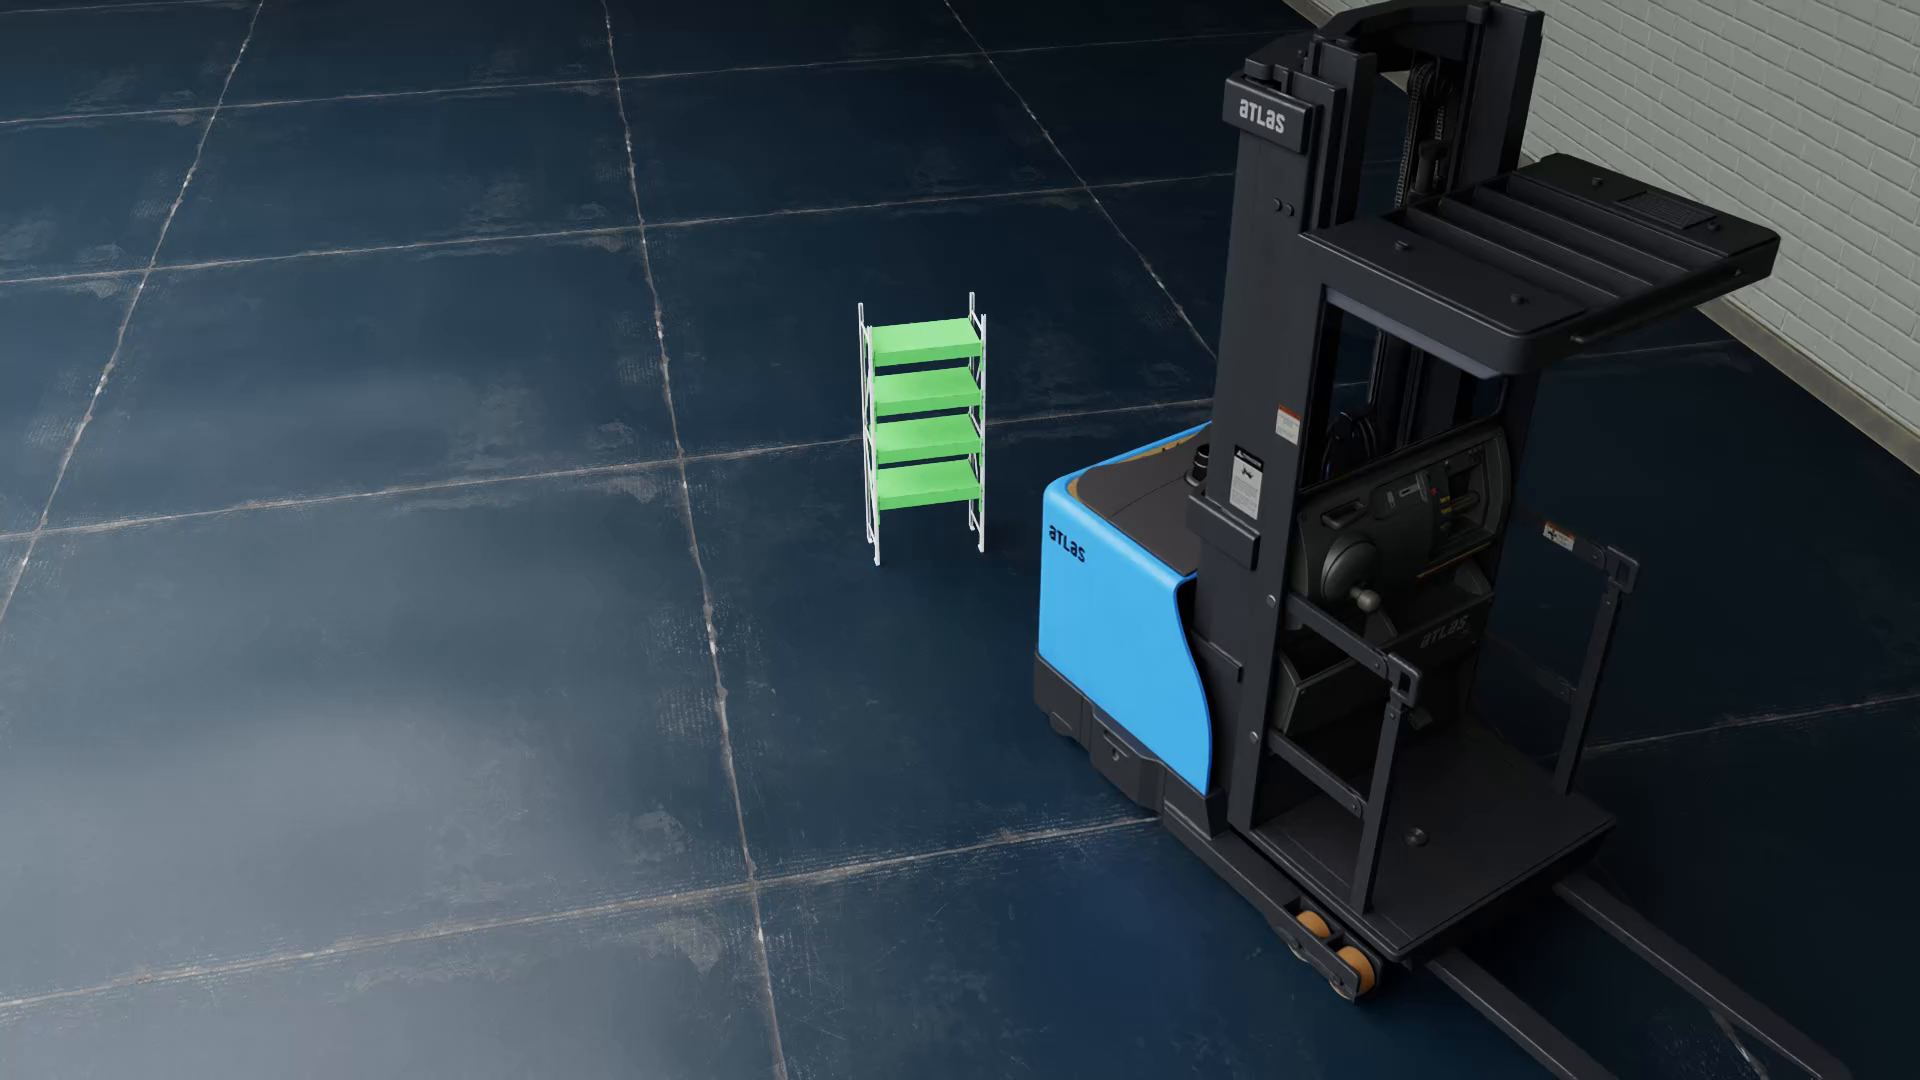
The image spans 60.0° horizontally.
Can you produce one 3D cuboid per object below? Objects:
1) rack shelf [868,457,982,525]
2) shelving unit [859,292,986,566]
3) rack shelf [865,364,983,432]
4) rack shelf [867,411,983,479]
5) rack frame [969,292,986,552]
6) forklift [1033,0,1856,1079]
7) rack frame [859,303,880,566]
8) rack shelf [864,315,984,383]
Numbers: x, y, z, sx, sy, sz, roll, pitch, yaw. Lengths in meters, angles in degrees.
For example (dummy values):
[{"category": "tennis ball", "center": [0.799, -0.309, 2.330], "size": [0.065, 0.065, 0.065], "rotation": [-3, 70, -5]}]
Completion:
[{"category": "rack shelf", "center": [-0.161, -0.226, 7.555], "size": [0.480, 0.148, 0.258], "rotation": [-7, 35, -11]}, {"category": "shelving unit", "center": [-0.161, -0.478, 7.385], "size": [0.503, 1.200, 0.258], "rotation": [-7, 35, -11]}, {"category": "rack shelf", "center": [-0.161, -0.624, 7.287], "size": [0.480, 0.148, 0.258], "rotation": [-7, 35, -11]}, {"category": "rack shelf", "center": [-0.161, -0.425, 7.421], "size": [0.480, 0.148, 0.258], "rotation": [-7, 35, -11]}, {"category": "rack frame", "center": [0.077, -0.508, 7.430], "size": [0.015, 1.200, 0.240], "rotation": [-7, 35, -11]}, {"category": "forklift", "center": [1.539, -0.011, 5.136], "size": [1.130, 2.935, 3.031], "rotation": [-21, 39, -28]}, {"category": "rack frame", "center": [-0.399, -0.448, 7.341], "size": [0.015, 1.200, 0.240], "rotation": [-7, 35, -11]}, {"category": "rack shelf", "center": [-0.161, -0.823, 7.154], "size": [0.480, 0.148, 0.258], "rotation": [-7, 35, -11]}]
